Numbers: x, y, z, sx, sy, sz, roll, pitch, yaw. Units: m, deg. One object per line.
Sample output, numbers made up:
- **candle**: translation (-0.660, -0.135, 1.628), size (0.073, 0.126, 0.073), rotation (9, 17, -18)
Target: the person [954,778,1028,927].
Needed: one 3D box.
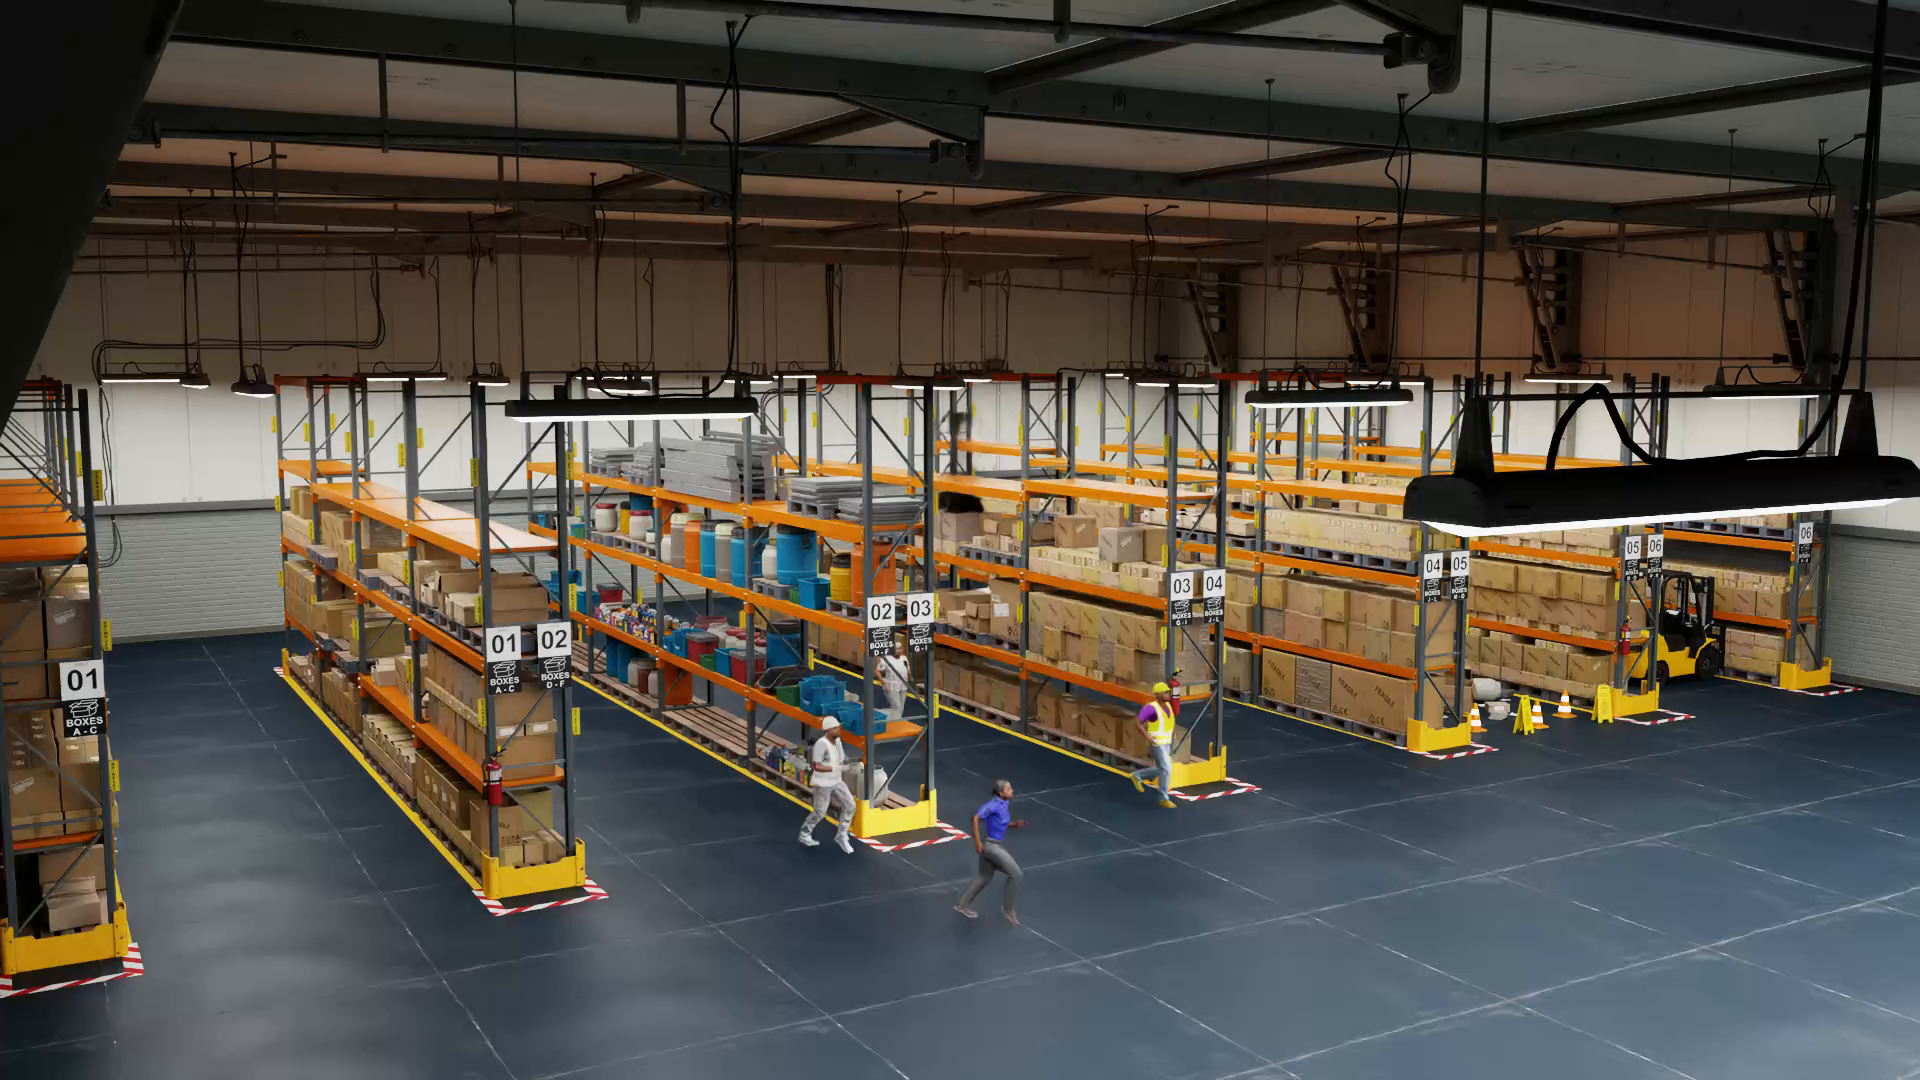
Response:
- **person**: translation (0.347, 3.542, 18.580), size (0.822, 1.593, 0.599), rotation (1, 6, 6)

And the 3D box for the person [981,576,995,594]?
- **person**: translation (0.664, 1.622, 35.250), size (0.711, 1.763, 0.717), rotation (-3, 7, -23)

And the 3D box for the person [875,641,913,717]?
- **person**: translation (-1.035, 2.495, 27.636), size (0.587, 1.633, 0.583), rotation (-4, 8, -35)

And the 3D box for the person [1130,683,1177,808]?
- **person**: translation (2.795, 2.901, 23.725), size (0.839, 1.768, 0.743), rotation (5, 8, 38)

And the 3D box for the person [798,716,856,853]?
- **person**: translation (-1.708, 3.137, 21.305), size (0.830, 1.804, 0.691), rotation (3, 7, 29)
